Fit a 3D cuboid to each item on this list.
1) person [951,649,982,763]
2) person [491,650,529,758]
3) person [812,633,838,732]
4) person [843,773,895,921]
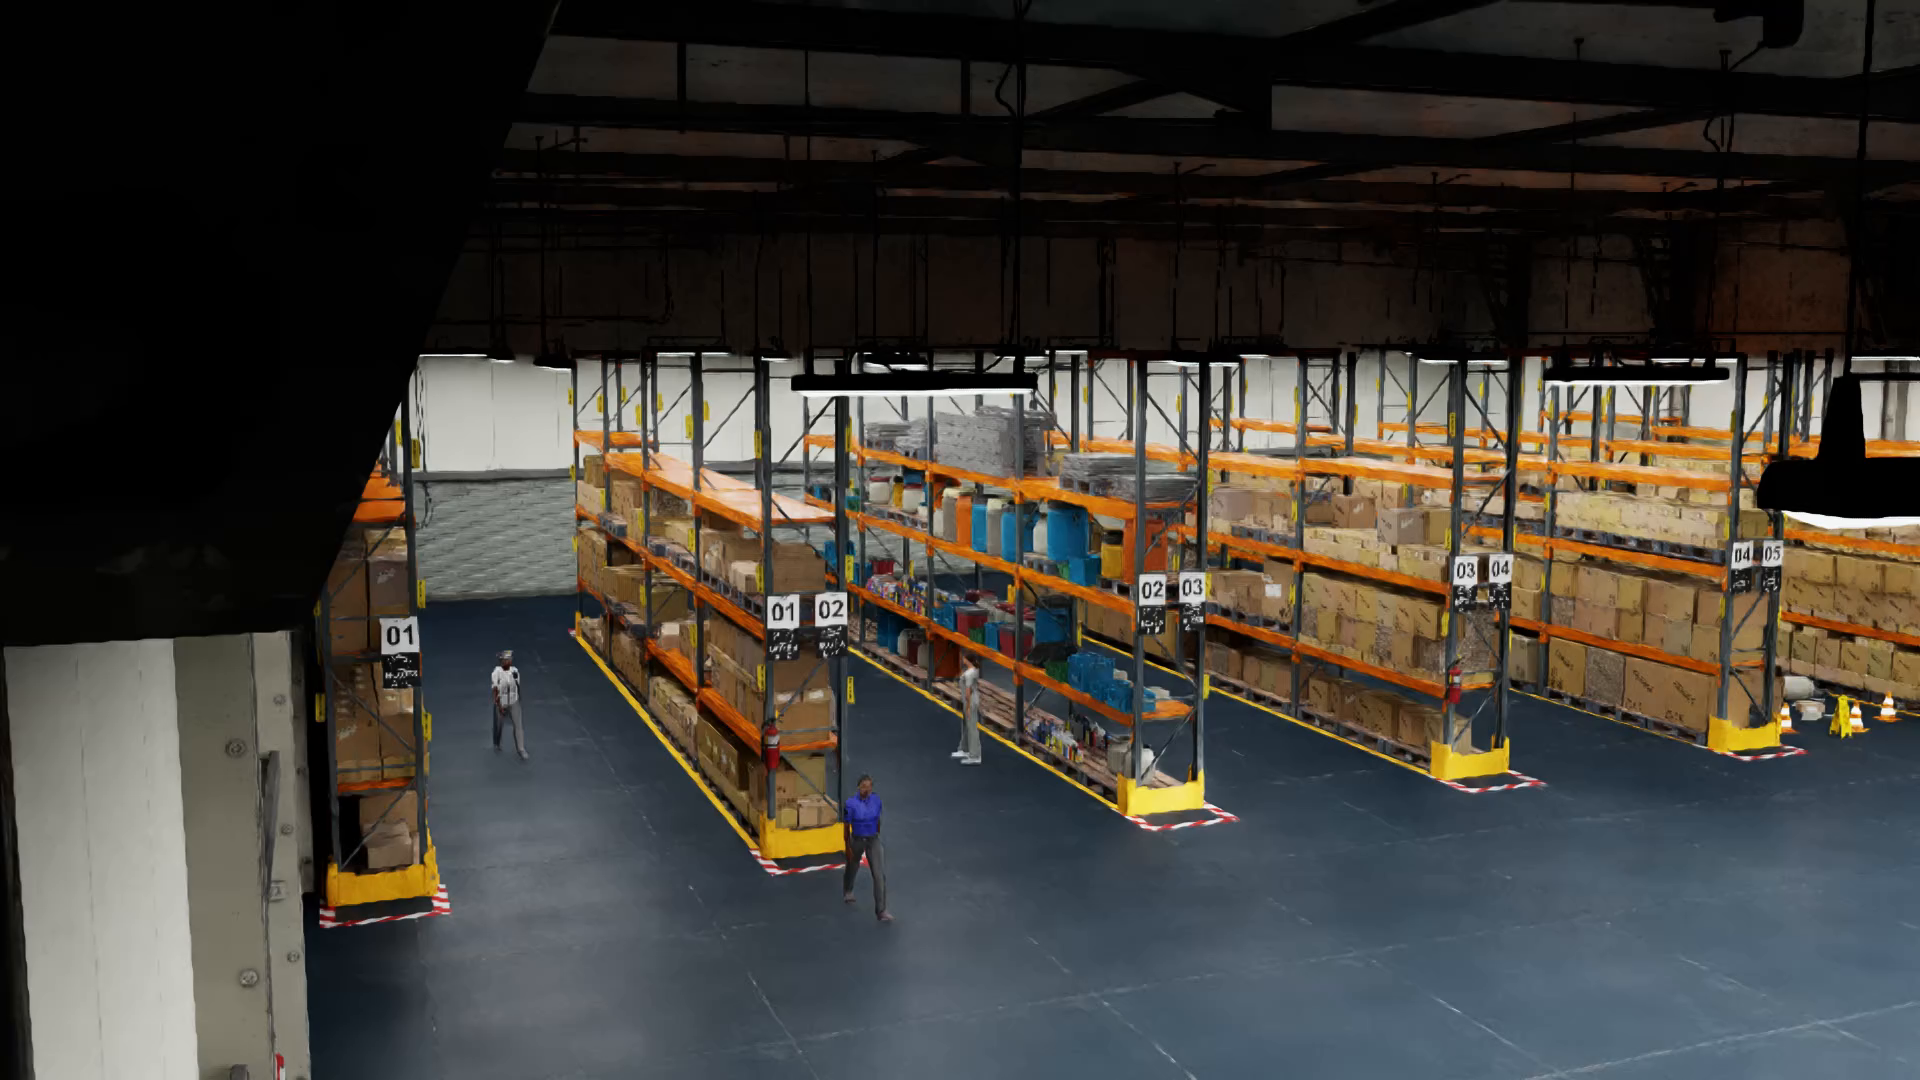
[{"bbox_3d":[0.104,2.437,24.598,0.477,1.675,0.487,1,7,10],"label":"person"},{"bbox_3d":[-6.787,2.421,24.880,0.448,1.616,0.996,-4,8,-29],"label":"person"},{"bbox_3d":[-2.325,2.221,26.418,0.691,1.662,0.857,-5,9,-37],"label":"person"},{"bbox_3d":[-1.054,3.298,18.114,0.447,1.560,1.088,-2,7,-18],"label":"person"}]
